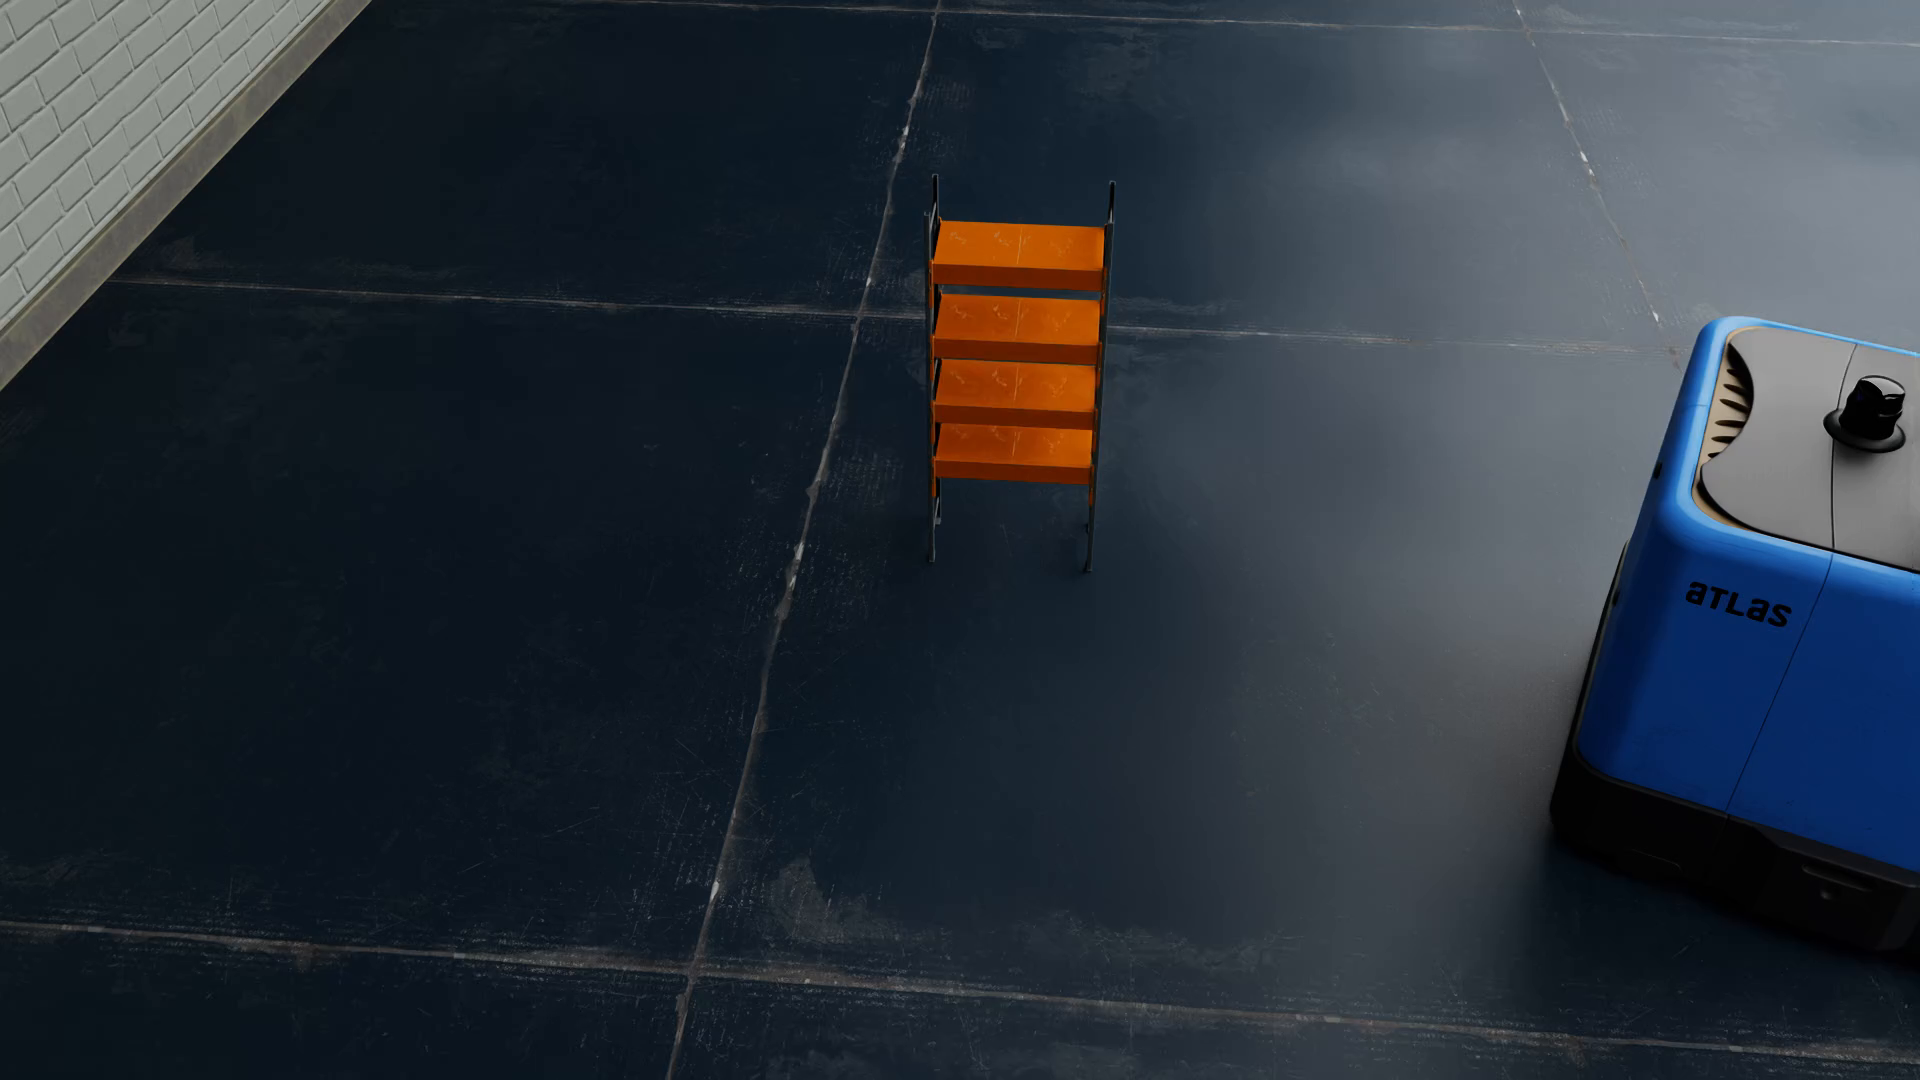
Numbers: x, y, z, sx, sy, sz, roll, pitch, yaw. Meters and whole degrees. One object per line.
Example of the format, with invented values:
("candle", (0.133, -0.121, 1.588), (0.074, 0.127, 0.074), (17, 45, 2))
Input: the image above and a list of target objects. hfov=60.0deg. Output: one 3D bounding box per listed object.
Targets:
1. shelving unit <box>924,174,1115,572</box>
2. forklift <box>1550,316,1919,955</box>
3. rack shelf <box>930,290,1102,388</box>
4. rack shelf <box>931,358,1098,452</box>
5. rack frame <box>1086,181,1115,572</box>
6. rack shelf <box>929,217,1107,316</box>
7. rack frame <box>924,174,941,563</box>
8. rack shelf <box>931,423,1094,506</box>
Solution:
("shelving unit", (0.165, -0.456, 4.860), (0.503, 1.200, 0.258), (3, 39, 4))
("forklift", (3.074, -0.224, 3.203), (3.031, 2.935, 1.130), (17, 42, 20))
("rack shelf", (0.165, -0.578, 4.761), (0.480, 0.148, 0.258), (3, 39, 4))
("rack shelf", (0.165, -0.404, 4.903), (0.480, 0.148, 0.258), (3, 39, 4))
("rack frame", (0.408, -0.443, 4.844), (0.015, 1.200, 0.240), (3, 39, 4))
("rack shelf", (0.165, -0.761, 4.612), (0.480, 0.148, 0.258), (3, 39, 4))
("rack frame", (-0.078, -0.470, 4.876), (0.015, 1.200, 0.240), (3, 39, 4))
("rack shelf", (0.165, -0.250, 5.028), (0.480, 0.148, 0.258), (3, 39, 4))
